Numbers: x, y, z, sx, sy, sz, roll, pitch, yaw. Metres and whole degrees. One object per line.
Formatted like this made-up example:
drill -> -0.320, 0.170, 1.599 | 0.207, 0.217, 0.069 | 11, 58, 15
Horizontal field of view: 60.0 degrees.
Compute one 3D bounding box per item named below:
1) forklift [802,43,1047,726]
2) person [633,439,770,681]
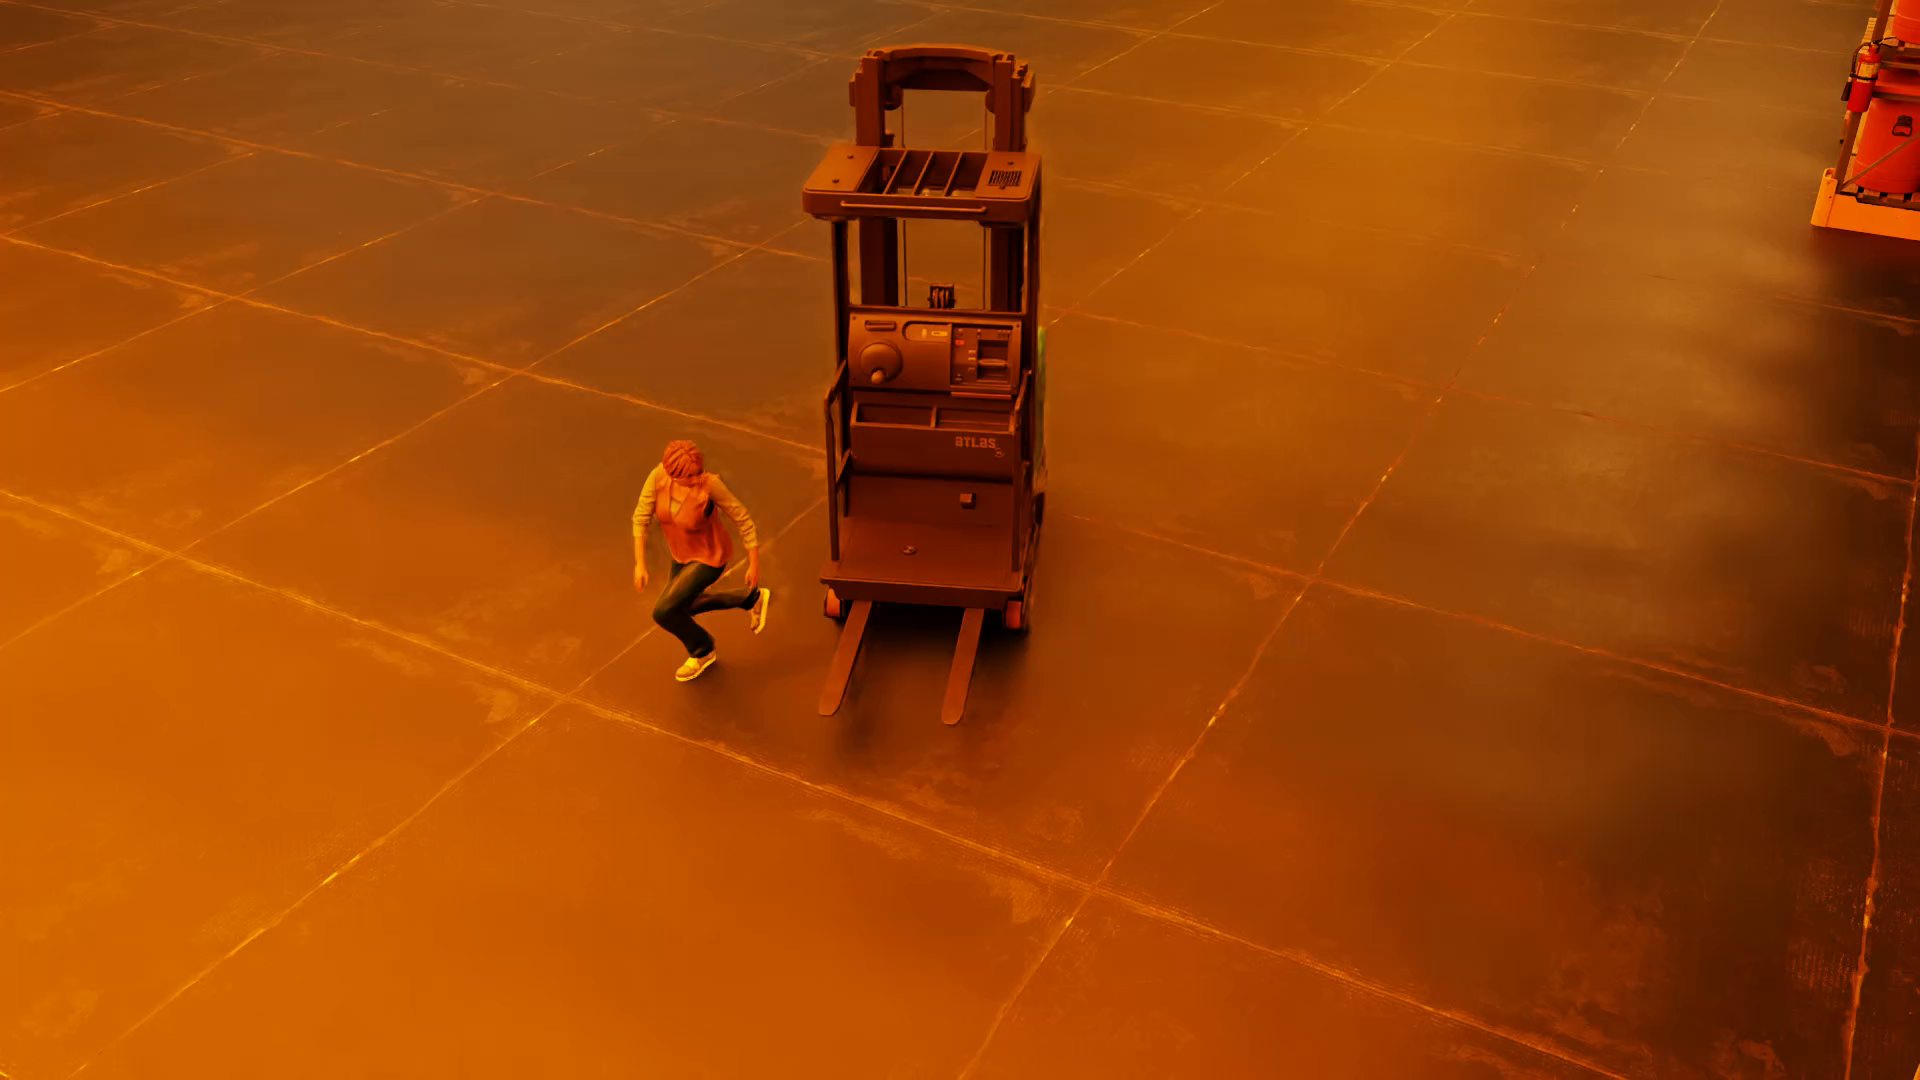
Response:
forklift -> -0.159, -0.957, 8.730 | 1.130, 2.935, 3.031 | 4, 30, 6
person -> -1.287, 0.070, 8.513 | 0.751, 1.400, 0.542 | -26, 39, -37
